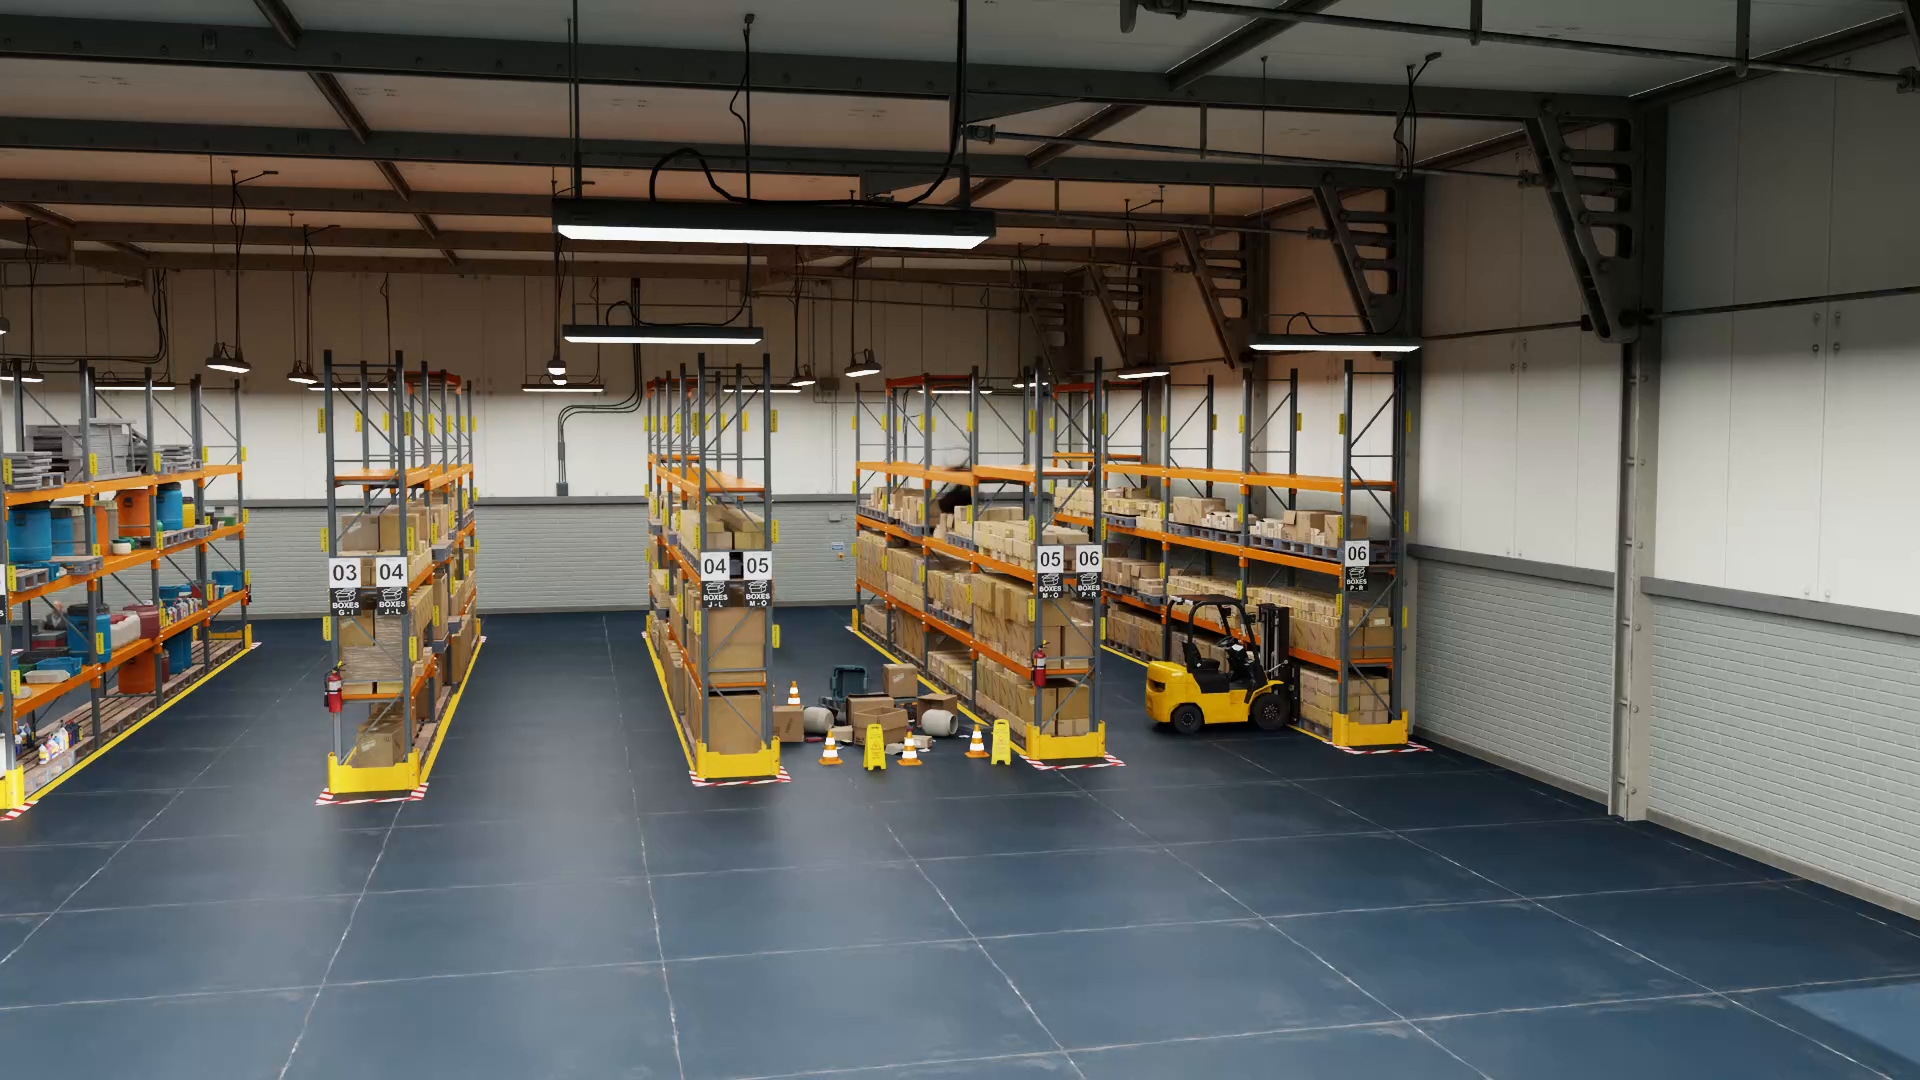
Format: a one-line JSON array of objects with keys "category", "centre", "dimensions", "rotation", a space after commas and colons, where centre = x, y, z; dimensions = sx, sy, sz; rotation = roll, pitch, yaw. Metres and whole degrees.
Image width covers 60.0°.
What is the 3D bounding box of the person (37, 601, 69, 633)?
[{"category": "person", "centre": [-16.659, 1.980, 30.700], "dimensions": [0.666, 1.712, 0.896], "rotation": [-1, 4, -19]}]
